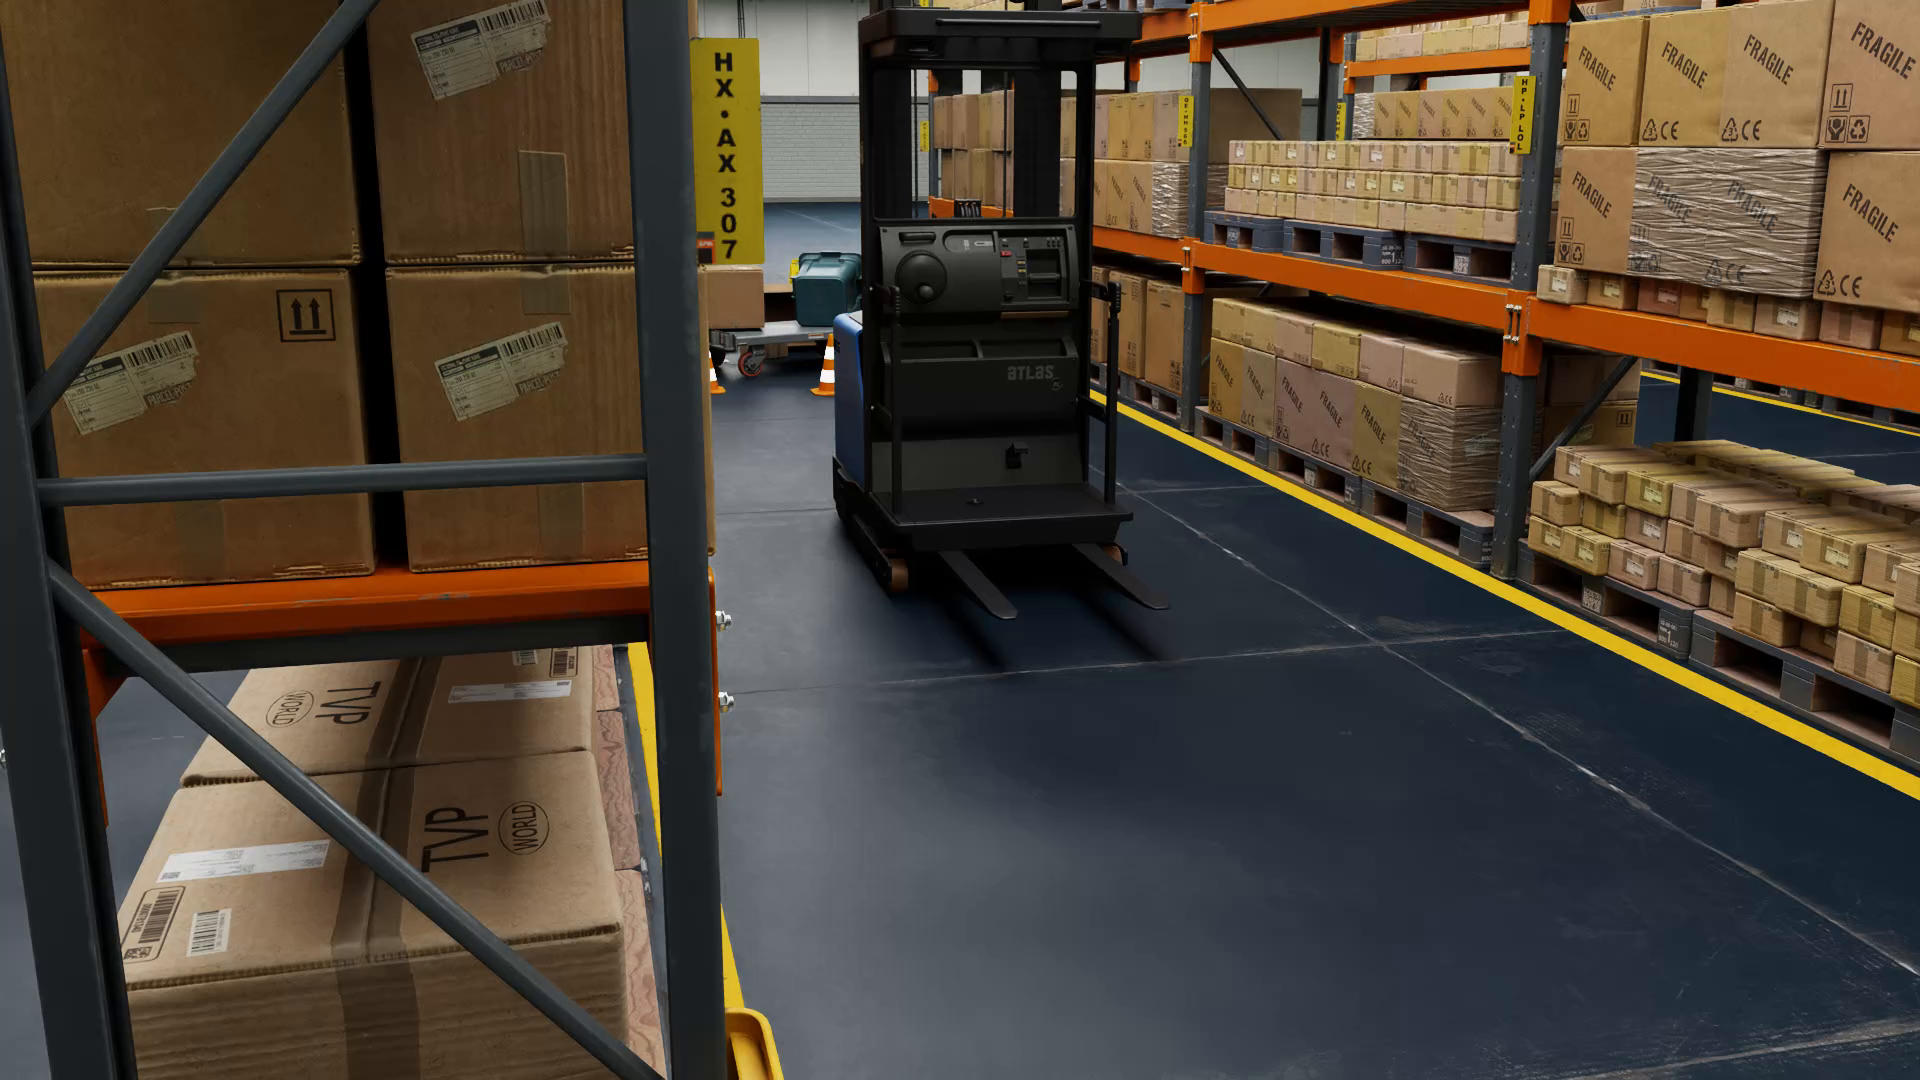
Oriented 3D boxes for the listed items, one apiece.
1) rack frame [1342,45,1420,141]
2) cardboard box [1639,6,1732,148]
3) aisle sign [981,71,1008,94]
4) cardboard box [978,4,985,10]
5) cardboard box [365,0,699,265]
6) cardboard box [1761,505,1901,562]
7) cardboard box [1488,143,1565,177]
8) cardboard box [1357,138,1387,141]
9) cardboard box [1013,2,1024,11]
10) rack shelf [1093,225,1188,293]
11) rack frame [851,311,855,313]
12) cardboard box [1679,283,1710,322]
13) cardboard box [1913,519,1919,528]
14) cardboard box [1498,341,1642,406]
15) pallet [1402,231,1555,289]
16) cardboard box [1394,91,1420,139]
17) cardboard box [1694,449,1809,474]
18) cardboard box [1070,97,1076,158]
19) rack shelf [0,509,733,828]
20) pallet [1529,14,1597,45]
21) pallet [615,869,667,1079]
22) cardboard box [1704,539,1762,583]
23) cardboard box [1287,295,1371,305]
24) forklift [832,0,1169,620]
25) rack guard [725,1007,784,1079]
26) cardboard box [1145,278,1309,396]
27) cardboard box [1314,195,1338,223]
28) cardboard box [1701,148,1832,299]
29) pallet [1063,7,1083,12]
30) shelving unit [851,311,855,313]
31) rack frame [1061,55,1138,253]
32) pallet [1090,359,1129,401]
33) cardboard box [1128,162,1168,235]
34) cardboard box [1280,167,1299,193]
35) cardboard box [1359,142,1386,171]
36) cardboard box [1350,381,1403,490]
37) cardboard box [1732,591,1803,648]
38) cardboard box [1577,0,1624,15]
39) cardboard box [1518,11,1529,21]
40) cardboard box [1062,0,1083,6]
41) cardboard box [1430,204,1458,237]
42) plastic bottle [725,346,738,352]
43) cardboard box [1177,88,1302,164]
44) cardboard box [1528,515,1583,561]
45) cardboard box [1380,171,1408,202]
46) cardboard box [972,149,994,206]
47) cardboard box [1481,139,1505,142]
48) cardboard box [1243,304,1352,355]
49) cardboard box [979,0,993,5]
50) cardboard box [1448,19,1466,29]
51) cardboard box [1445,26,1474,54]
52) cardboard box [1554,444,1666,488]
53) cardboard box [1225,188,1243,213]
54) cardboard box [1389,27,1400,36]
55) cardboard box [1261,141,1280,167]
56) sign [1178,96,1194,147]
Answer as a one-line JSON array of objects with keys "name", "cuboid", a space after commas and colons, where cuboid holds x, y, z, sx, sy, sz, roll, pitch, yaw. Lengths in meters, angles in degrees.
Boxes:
[{"name": "rack frame", "cuboid": [4.992, -4.325, 19.812, 1.000, 3.000, 0.127, -3, 14, -13]}, {"name": "cardboard box", "cuboid": [2.971, -1.746, 6.311, 0.500, 0.500, 0.500, -4, 14, -15]}, {"name": "aisle sign", "cuboid": [0.422, -5.368, 18.602, 0.394, 0.787, 0.004, -3, 14, -13]}, {"name": "cardboard box", "cuboid": [0.389, -5.097, 16.084, 0.380, 0.149, 0.250, -3, 14, -14]}, {"name": "cardboard box", "cuboid": [-0.719, -0.743, 2.830, 0.500, 0.500, 0.500, -4, 14, -14]}, {"name": "cardboard box", "cuboid": [3.167, -0.018, 6.050, 0.380, 0.149, 0.250, -4, 14, -16]}, {"name": "cardboard box", "cuboid": [2.681, -1.757, 7.688, 0.380, 0.149, 0.250, -3, 14, -11]}, {"name": "cardboard box", "cuboid": [5.095, -4.390, 19.239, 0.875, 0.500, 0.500, -3, 14, -13]}, {"name": "cardboard box", "cuboid": [0.690, -4.803, 14.882, 0.380, 0.149, 0.250, -3, 14, -13]}, {"name": "rack shelf", "cuboid": [1.556, -2.339, 13.195, 1.077, 0.370, 4.000, -3, 14, -13]}, {"name": "rack frame", "cuboid": [-0.525, -0.766, 9.349, 0.008, 1.050, 0.200, 13, 19, 43]}, {"name": "cardboard box", "cuboid": [3.018, -0.921, 6.407, 0.380, 0.149, 0.250, -4, 14, -16]}, {"name": "cardboard box", "cuboid": [3.632, 0.016, 5.911, 0.380, 0.149, 0.250, -3, 14, -13]}, {"name": "cardboard box", "cuboid": [3.049, -0.843, 8.360, 0.500, 0.250, 0.500, -4, 14, -16]}, {"name": "pallet", "cuboid": [2.927, -1.395, 8.222, 1.003, 0.211, 1.213, -3, 14, -13]}, {"name": "cardboard box", "cuboid": [5.086, -4.631, 18.119, 0.500, 0.500, 0.500, -3, 14, -13]}, {"name": "cardboard box", "cuboid": [3.401, -0.288, 7.153, 0.380, 0.149, 0.250, -3, 14, -12]}, {"name": "cardboard box", "cuboid": [1.332, -3.451, 13.915, 0.700, 0.500, 0.500, -4, 14, -14]}, {"name": "rack shelf", "cuboid": [-1.353, -0.194, 4.416, 1.077, 0.370, 4.000, -3, 14, -13]}, {"name": "pallet", "cuboid": [5.973, -4.620, 15.094, 1.213, 0.211, 1.003, -3, 14, -13]}, {"name": "pallet", "cuboid": [-1.147, 1.093, 3.511, 1.003, 0.211, 1.213, -3, 14, -13]}, {"name": "cardboard box", "cuboid": [3.081, 0.069, 6.321, 0.380, 0.149, 0.250, -3, 14, -11]}, {"name": "cardboard box", "cuboid": [2.441, -1.438, 10.793, 0.500, 0.250, 0.500, -4, 14, -15]}, {"name": "forklift", "cuboid": [0.142, -1.278, 7.483, 1.130, 2.935, 3.031, -3, 14, -13]}, {"name": "rack guard", "cuboid": [-0.877, 1.138, 2.717, 1.175, 0.500, 0.348, -3, 14, -13]}, {"name": "cardboard box", "cuboid": [1.970, -1.483, 12.034, 1.050, 0.750, 0.750, -3, 14, -14]}, {"name": "cardboard box", "cuboid": [2.248, -1.889, 9.481, 0.380, 0.149, 0.250, -3, 14, -12]}, {"name": "cardboard box", "cuboid": [3.043, -1.137, 5.923, 0.500, 0.500, 0.500, -4, 14, -14]}, {"name": "pallet", "cuboid": [1.350, -4.305, 13.811, 0.805, 0.209, 1.217, -4, 14, -15]}, {"name": "shelving unit", "cuboid": [-0.439, -0.745, 9.266, 0.252, 1.050, 0.215, 13, 19, 43]}, {"name": "rack frame", "cuboid": [1.086, -3.150, 14.998, 1.000, 3.000, 0.127, -3, 14, -13]}, {"name": "pallet", "cuboid": [1.631, -1.339, 13.464, 1.003, 0.211, 1.213, -3, 14, -13]}, {"name": "cardboard box", "cuboid": [1.543, -2.479, 12.045, 0.500, 0.500, 0.500, -3, 14, -13]}, {"name": "cardboard box", "cuboid": [2.135, -2.149, 9.919, 0.380, 0.149, 0.250, -3, 14, -13]}, {"name": "cardboard box", "cuboid": [2.376, -2.057, 8.919, 0.380, 0.149, 0.250, -4, 14, -16]}, {"name": "cardboard box", "cuboid": [2.427, -0.569, 8.817, 0.500, 0.500, 0.500, -4, 14, -15]}, {"name": "cardboard box", "cuboid": [3.083, 0.276, 6.100, 0.380, 0.149, 0.250, -4, 14, -15]}, {"name": "cardboard box", "cuboid": [5.946, -5.000, 15.150, 0.797, 0.503, 0.637, -4, 14, -16]}, {"name": "cardboard box", "cuboid": [5.574, -5.040, 15.890, 0.380, 0.149, 0.250, -3, 14, -11]}, {"name": "cardboard box", "cuboid": [0.986, -4.641, 13.970, 0.258, 0.266, 0.396, -4, 14, -14]}, {"name": "cardboard box", "cuboid": [2.561, -1.584, 8.235, 0.380, 0.149, 0.250, -3, 14, -13]}, {"name": "plastic bottle", "cuboid": [-2.181, -1.825, 15.769, 0.133, 0.061, 0.283, -1, 14, -3]}, {"name": "cardboard box", "cuboid": [1.930, -2.865, 11.517, 0.700, 0.500, 0.500, -3, 14, -13]}, {"name": "cardboard box", "cuboid": [2.739, -0.021, 7.316, 0.380, 0.149, 0.250, -4, 14, -16]}, {"name": "cardboard box", "cuboid": [2.433, -1.852, 8.706, 0.380, 0.149, 0.250, -4, 14, -16]}, {"name": "cardboard box", "cuboid": [0.603, -3.680, 16.855, 0.875, 0.550, 0.500, -3, 14, -13]}, {"name": "cardboard box", "cuboid": [5.803, -3.820, 16.907, 0.875, 0.500, 0.500, -3, 14, -13]}, {"name": "cardboard box", "cuboid": [2.072, -1.291, 10.194, 0.500, 0.250, 0.500, -3, 14, -14]}, {"name": "cardboard box", "cuboid": [0.487, -5.262, 15.920, 0.500, 0.250, 0.500, -3, 14, -14]}, {"name": "cardboard box", "cuboid": [5.260, -5.343, 17.133, 0.380, 0.149, 0.250, -3, 14, -11]}, {"name": "cardboard box", "cuboid": [5.333, -5.116, 17.043, 0.500, 0.250, 0.500, -3, 14, -14]}, {"name": "cardboard box", "cuboid": [2.845, -0.321, 7.290, 0.380, 0.149, 0.250, -3, 14, -11]}, {"name": "cardboard box", "cuboid": [1.935, -2.194, 10.733, 0.380, 0.149, 0.250, -3, 14, -14]}, {"name": "cardboard box", "cuboid": [4.973, -5.644, 18.363, 0.380, 0.149, 0.250, -3, 14, -11]}, {"name": "cardboard box", "cuboid": [2.065, -2.362, 10.164, 0.380, 0.149, 0.250, -3, 14, -13]}, {"name": "sign", "cuboid": [1.487, -2.758, 10.954, 0.100, 0.325, 0.005, -3, 14, -13]}]
